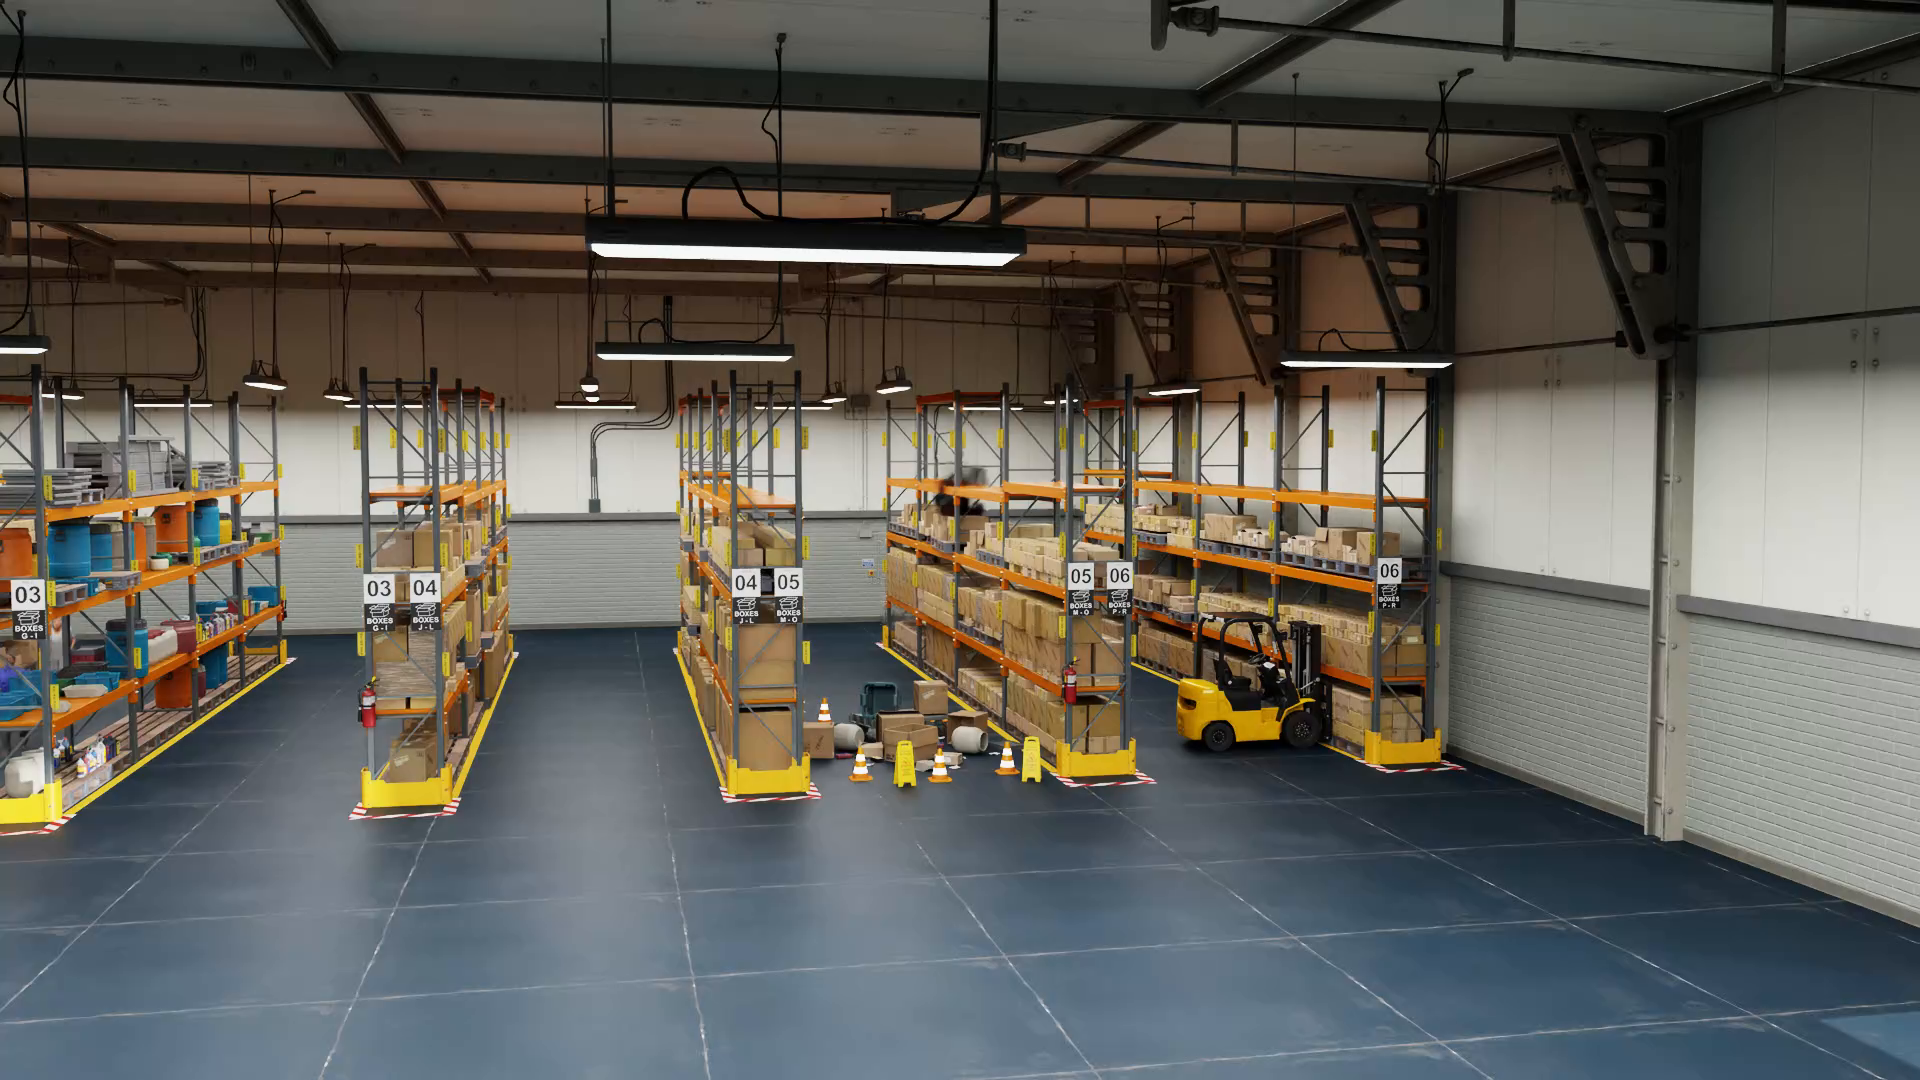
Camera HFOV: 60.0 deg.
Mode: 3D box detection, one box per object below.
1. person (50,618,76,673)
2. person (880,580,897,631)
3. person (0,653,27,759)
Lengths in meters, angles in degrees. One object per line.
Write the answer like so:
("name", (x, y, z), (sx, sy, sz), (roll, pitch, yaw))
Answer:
("person", (-17.223, 2.284, 31.782), (0.568, 1.672, 0.922), (-2, 4, -24))
("person", (-1.742, 1.761, 41.765), (0.586, 1.543, 0.565), (0, 3, 7))
("person", (-15.106, 2.612, 26.447), (0.588, 1.623, 0.815), (-1, 4, -18))
